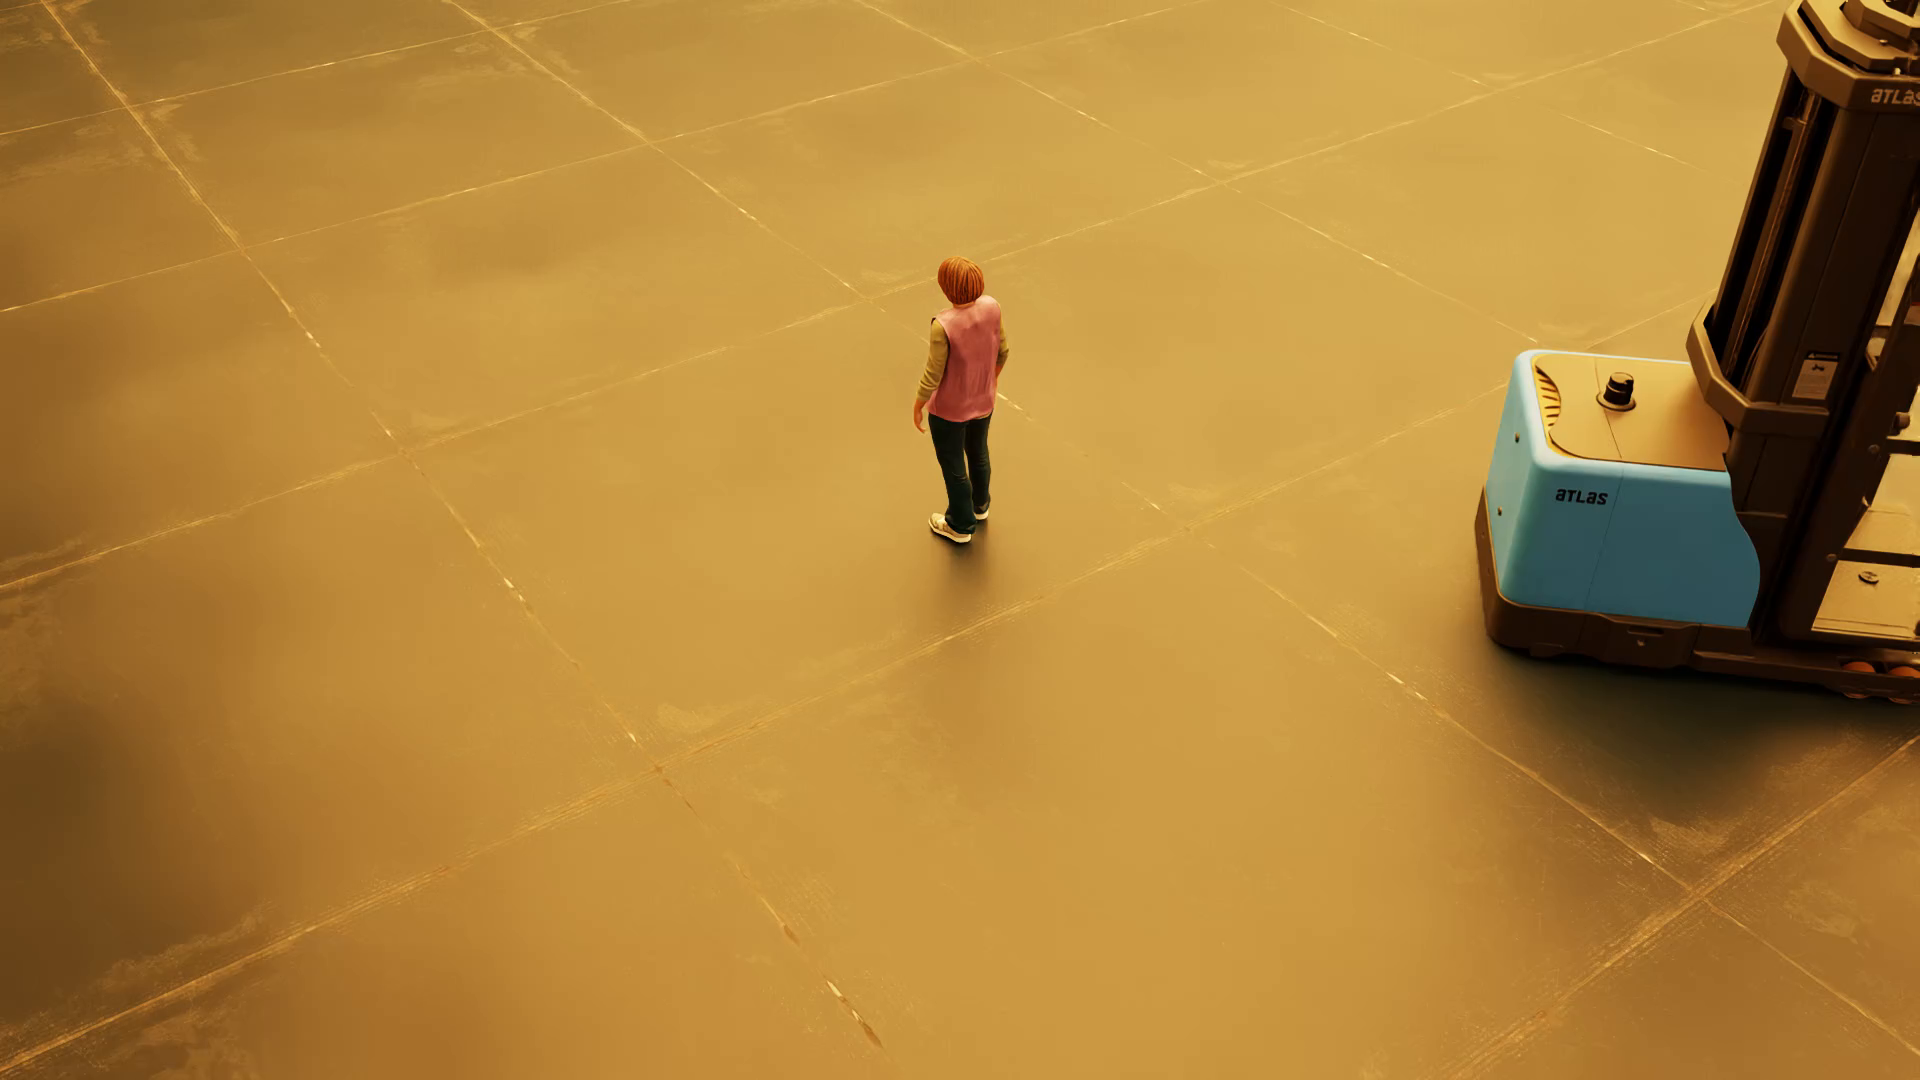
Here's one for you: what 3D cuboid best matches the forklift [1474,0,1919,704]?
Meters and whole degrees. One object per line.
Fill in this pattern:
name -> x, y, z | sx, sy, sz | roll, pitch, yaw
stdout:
forklift -> 4.013, -0.791, 7.015 | 3.031, 2.935, 1.130 | 6, 37, 8

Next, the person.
person -> -0.032, -0.689, 7.986 | 0.521, 1.599, 0.473 | -23, 42, -28
